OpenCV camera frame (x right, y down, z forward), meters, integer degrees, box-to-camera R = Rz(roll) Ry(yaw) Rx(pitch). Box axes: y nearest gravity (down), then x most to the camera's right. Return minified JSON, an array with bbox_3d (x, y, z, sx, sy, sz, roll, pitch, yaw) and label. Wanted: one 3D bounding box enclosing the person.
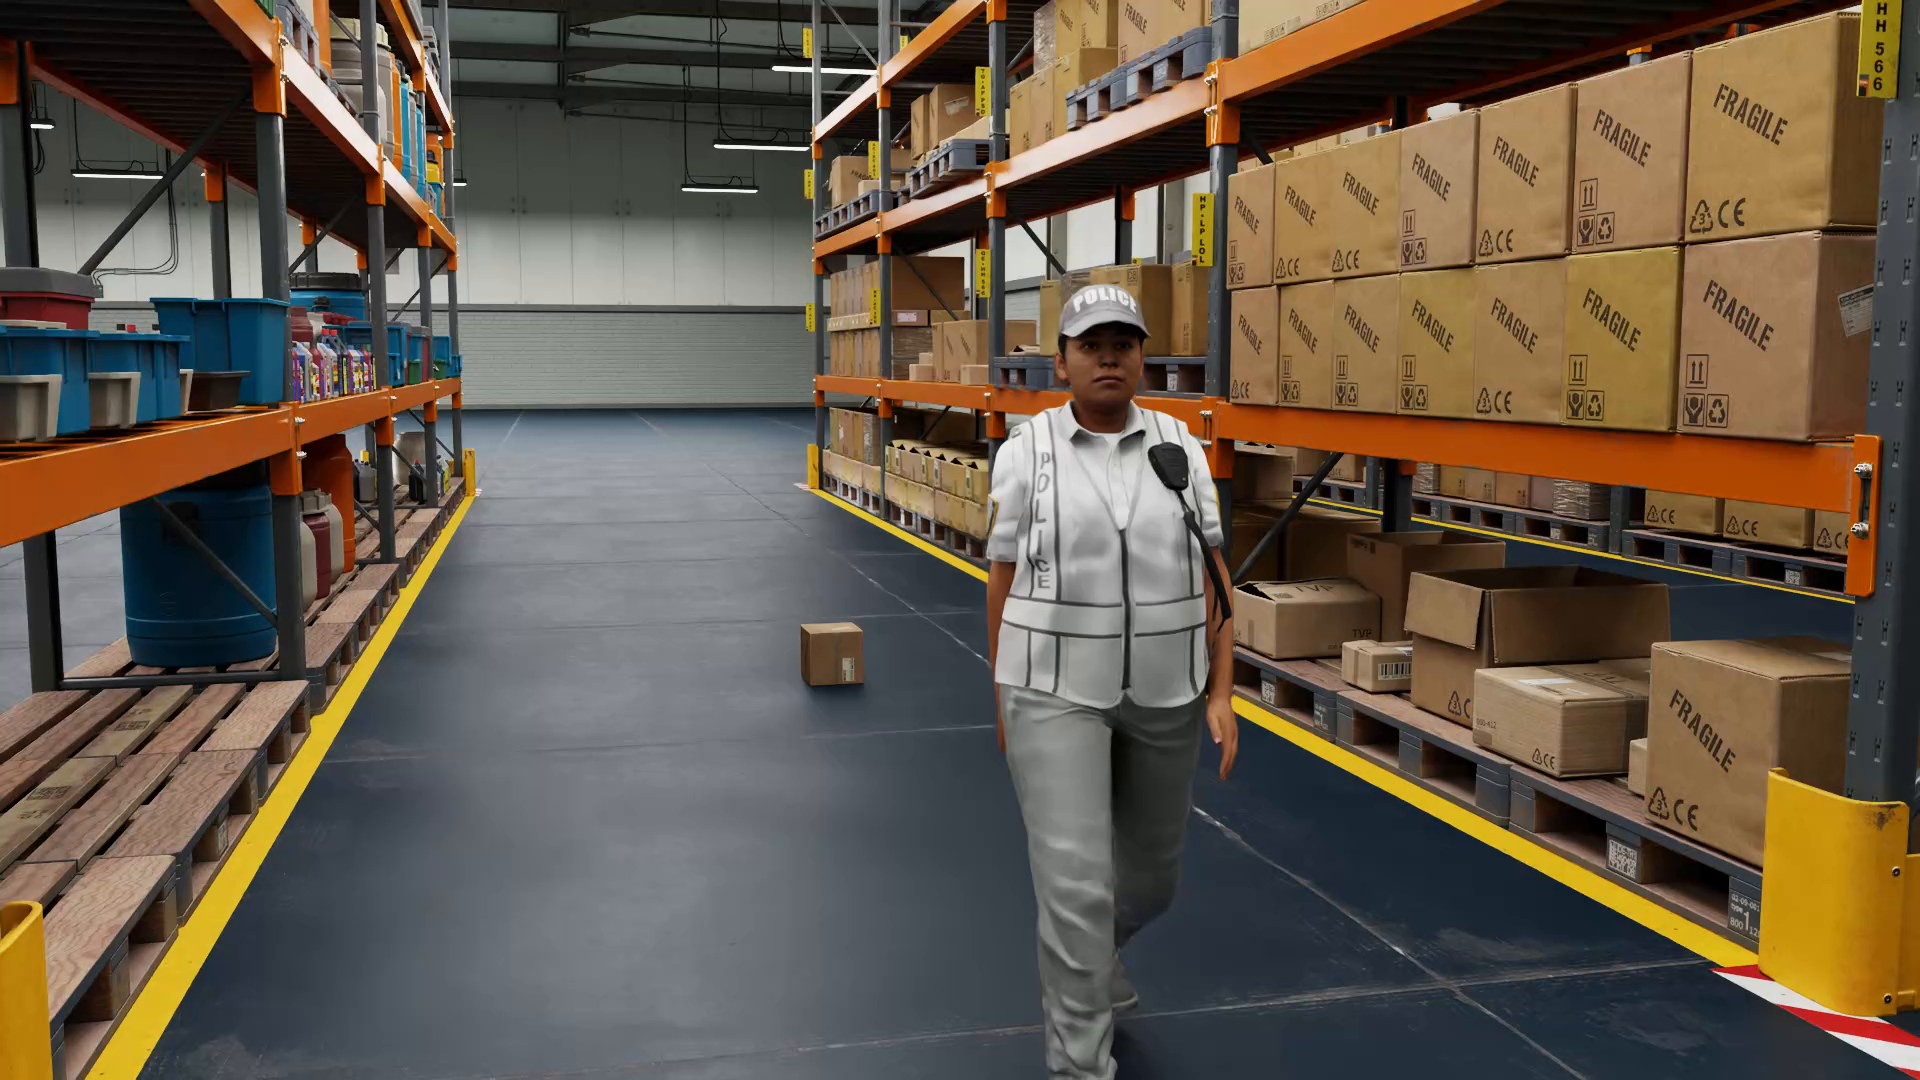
[{"bbox_3d":[0.301,0.307,3.315,0.477,1.619,0.942,-1,6,-11],"label":"person"}]
